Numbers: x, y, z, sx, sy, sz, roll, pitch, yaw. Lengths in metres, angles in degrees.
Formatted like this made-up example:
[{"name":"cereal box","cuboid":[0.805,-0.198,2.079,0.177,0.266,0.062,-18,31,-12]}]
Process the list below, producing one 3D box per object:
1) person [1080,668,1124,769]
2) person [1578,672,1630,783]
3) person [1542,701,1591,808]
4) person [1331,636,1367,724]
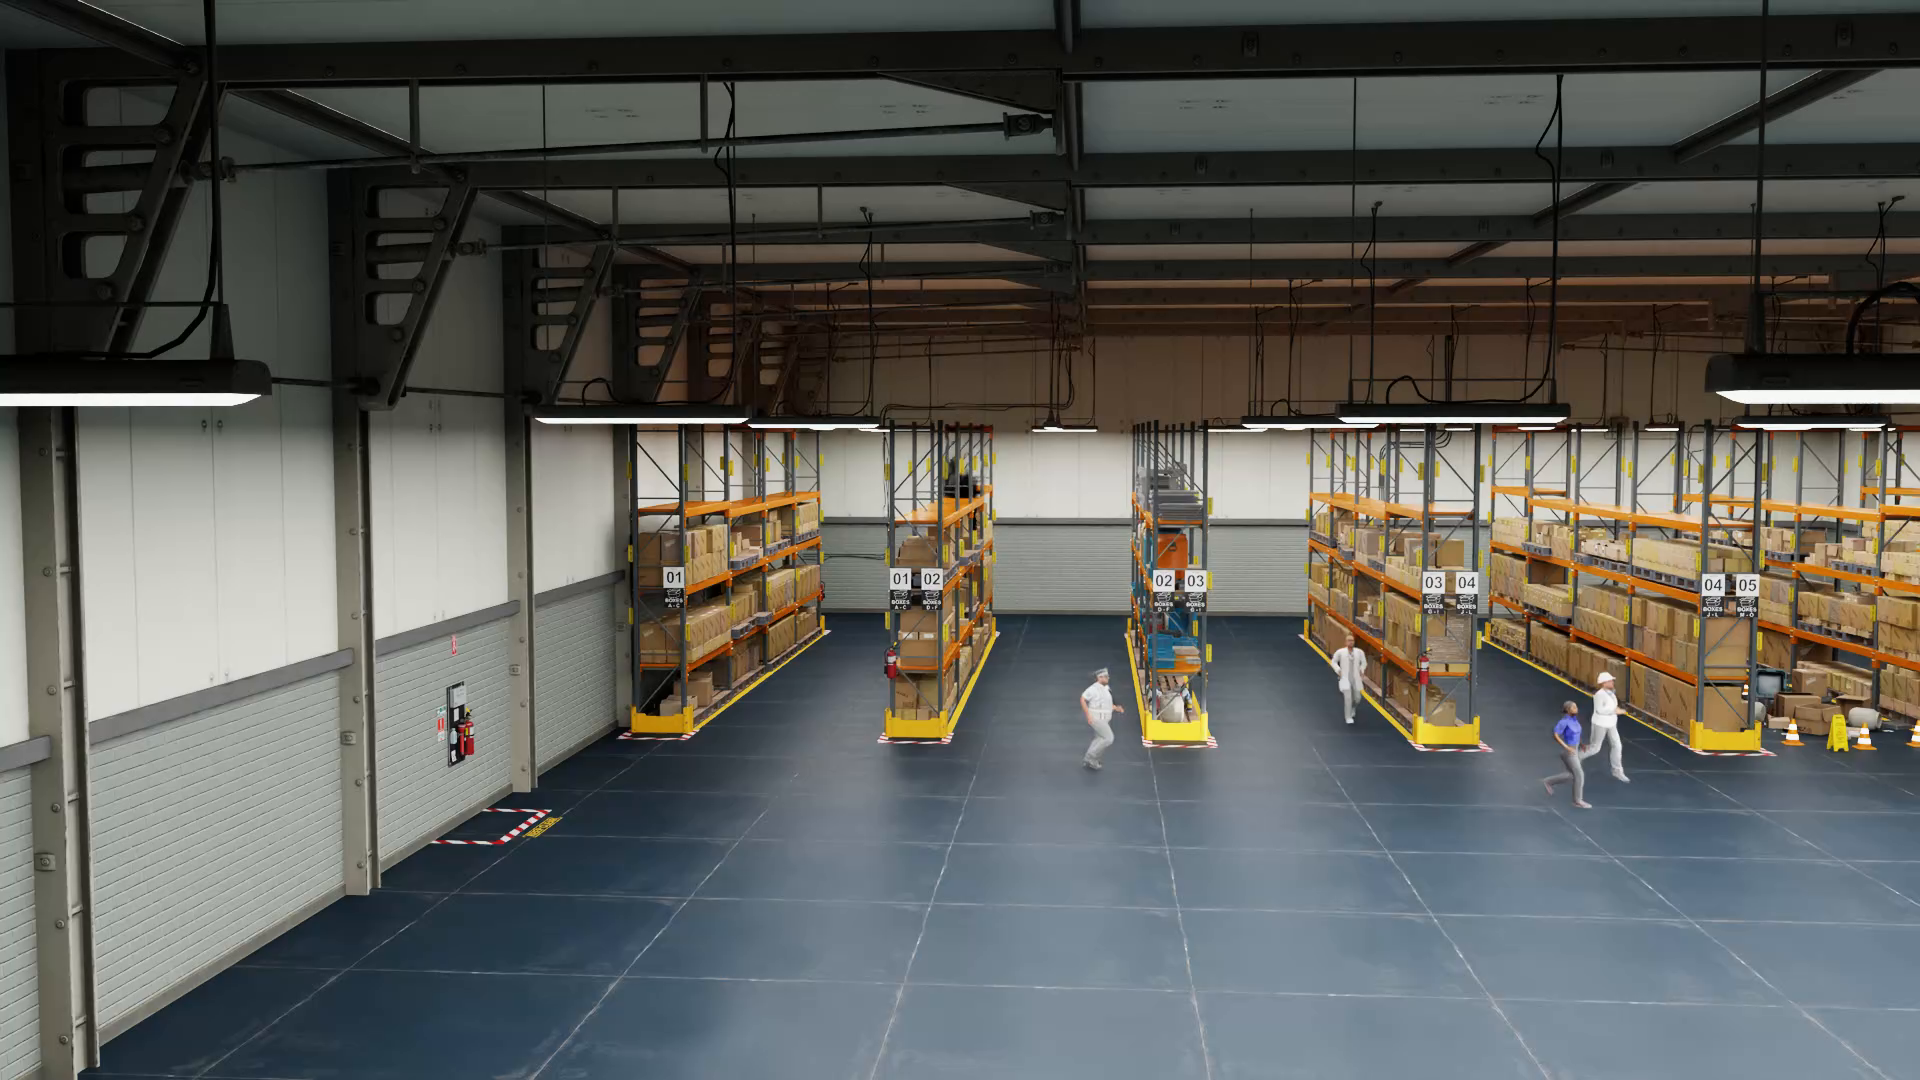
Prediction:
[{"name":"person","cuboid":[2.427,3.045,28.385,0.742,1.737,0.639,2,4,28]},{"name":"person","cuboid":[10.650,3.085,27.632,0.665,1.802,0.962,-3,5,-44]},{"name":"person","cuboid":[9.377,3.284,25.625,0.721,1.630,0.594,3,5,38]},{"name":"person","cuboid":[7.741,2.762,33.082,0.711,1.727,0.716,0,4,2]}]
